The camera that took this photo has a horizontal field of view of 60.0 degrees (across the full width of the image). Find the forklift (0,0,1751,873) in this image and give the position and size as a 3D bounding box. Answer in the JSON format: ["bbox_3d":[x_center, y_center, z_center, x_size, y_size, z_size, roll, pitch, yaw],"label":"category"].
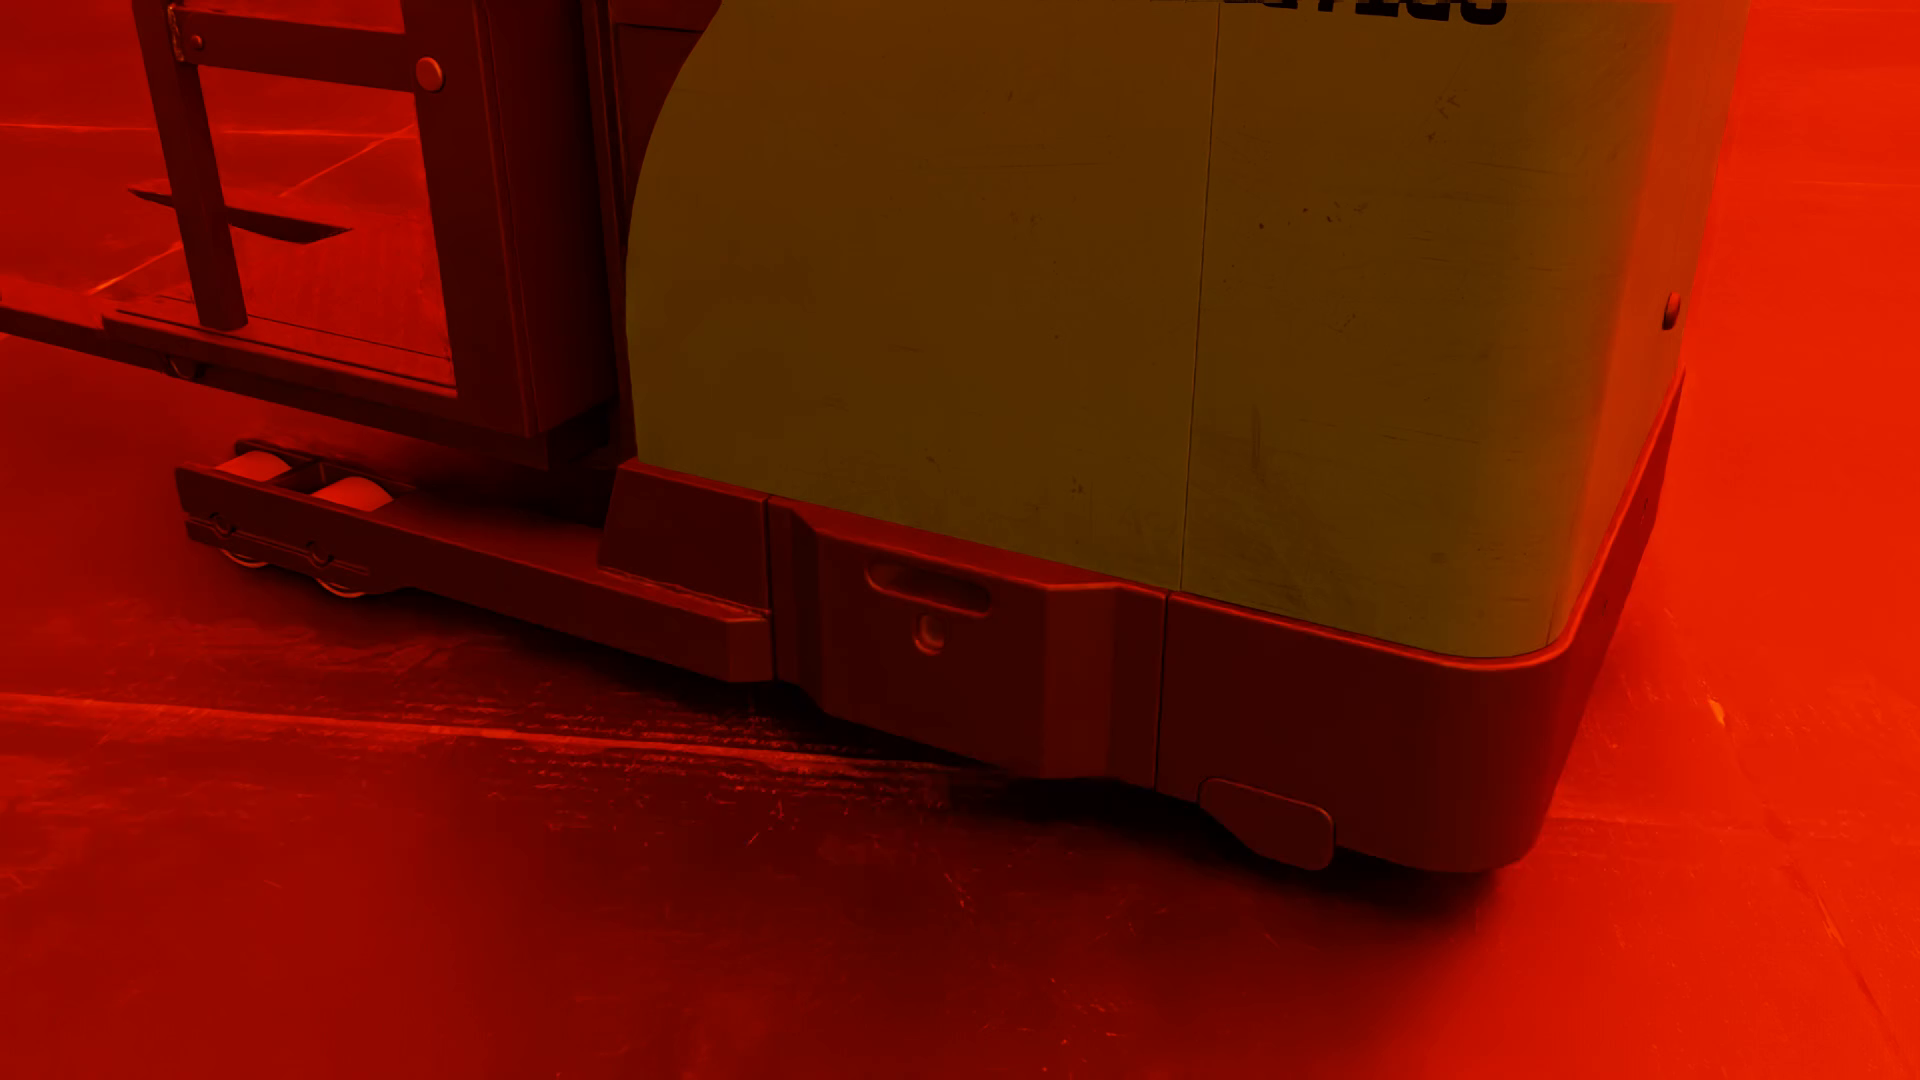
[{"bbox_3d":[-0.542,-1.422,2.067,3.031,2.935,1.130,14,30,25],"label":"forklift"}]
